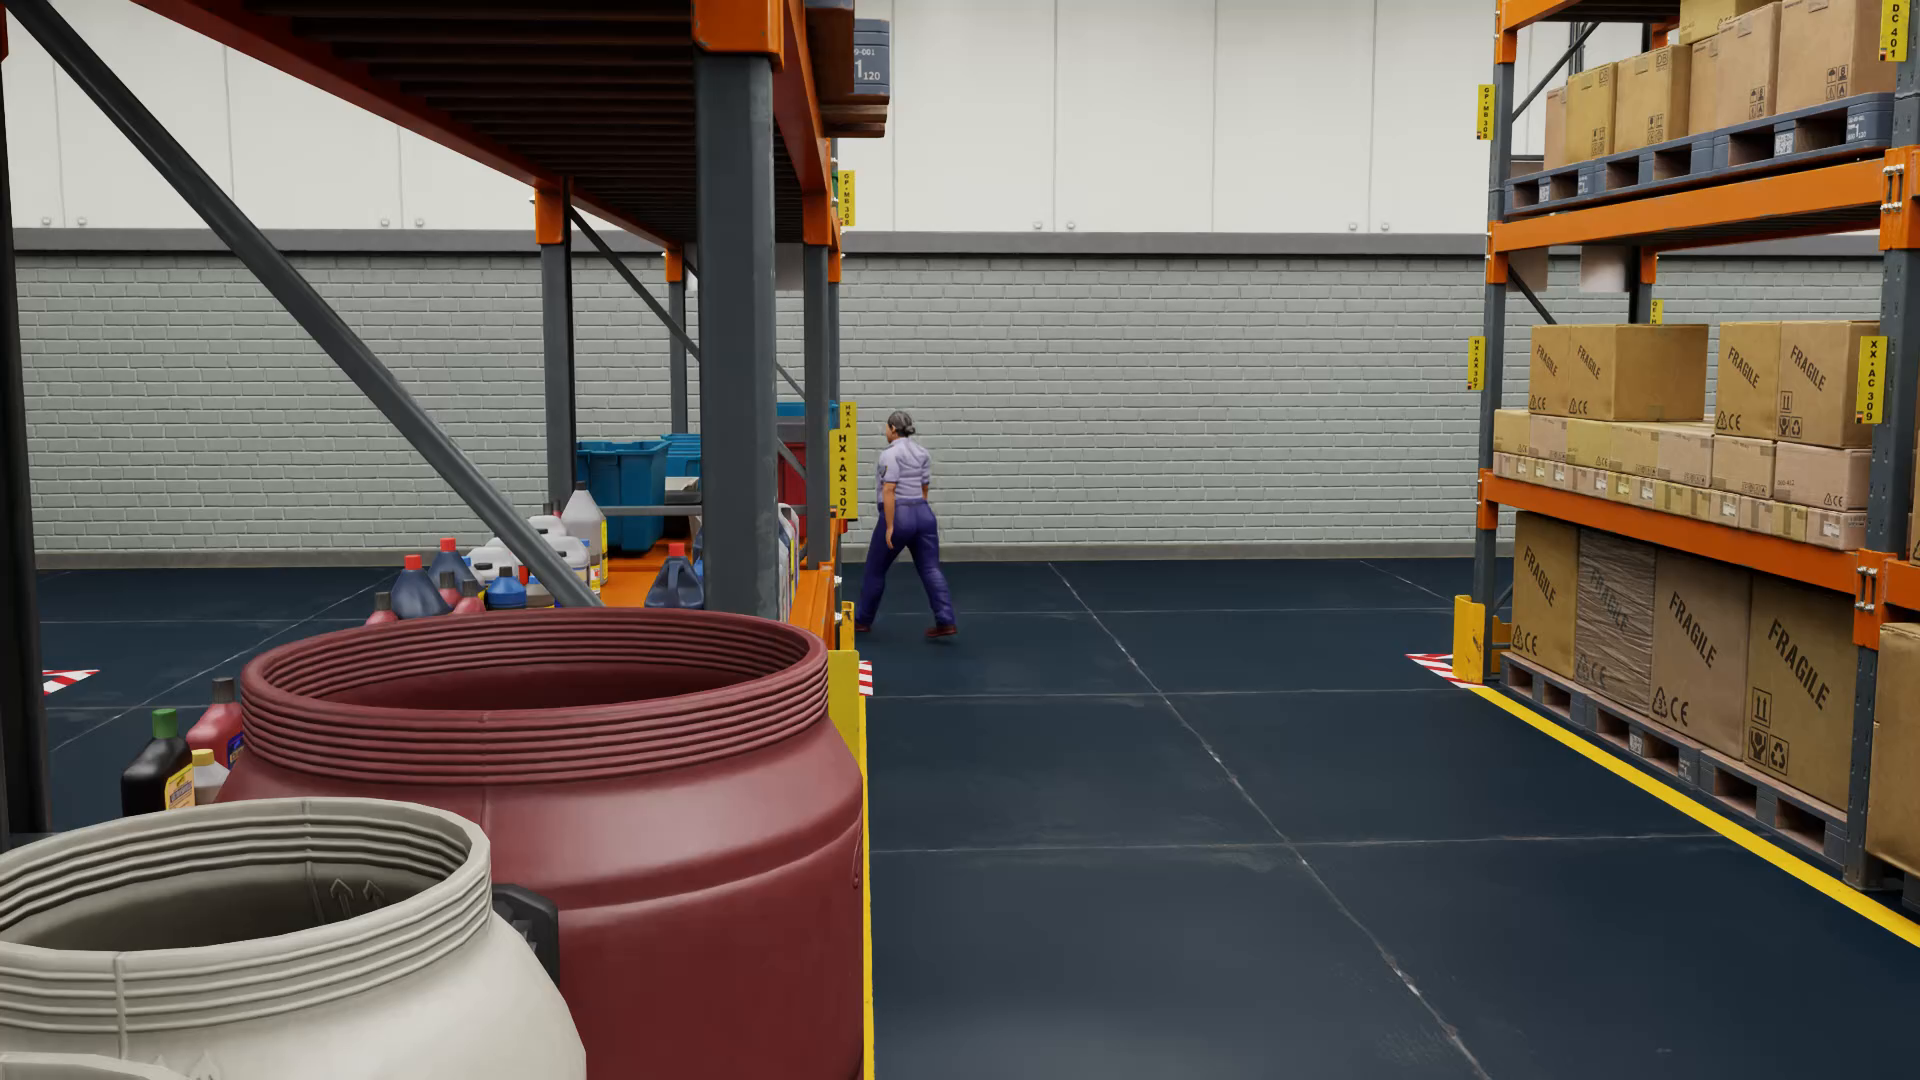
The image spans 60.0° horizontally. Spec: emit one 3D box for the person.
[{"bbox_3d":[-0.415,-0.121,11.779,0.502,1.587,0.962,-6,9,-40],"label":"person"}]
